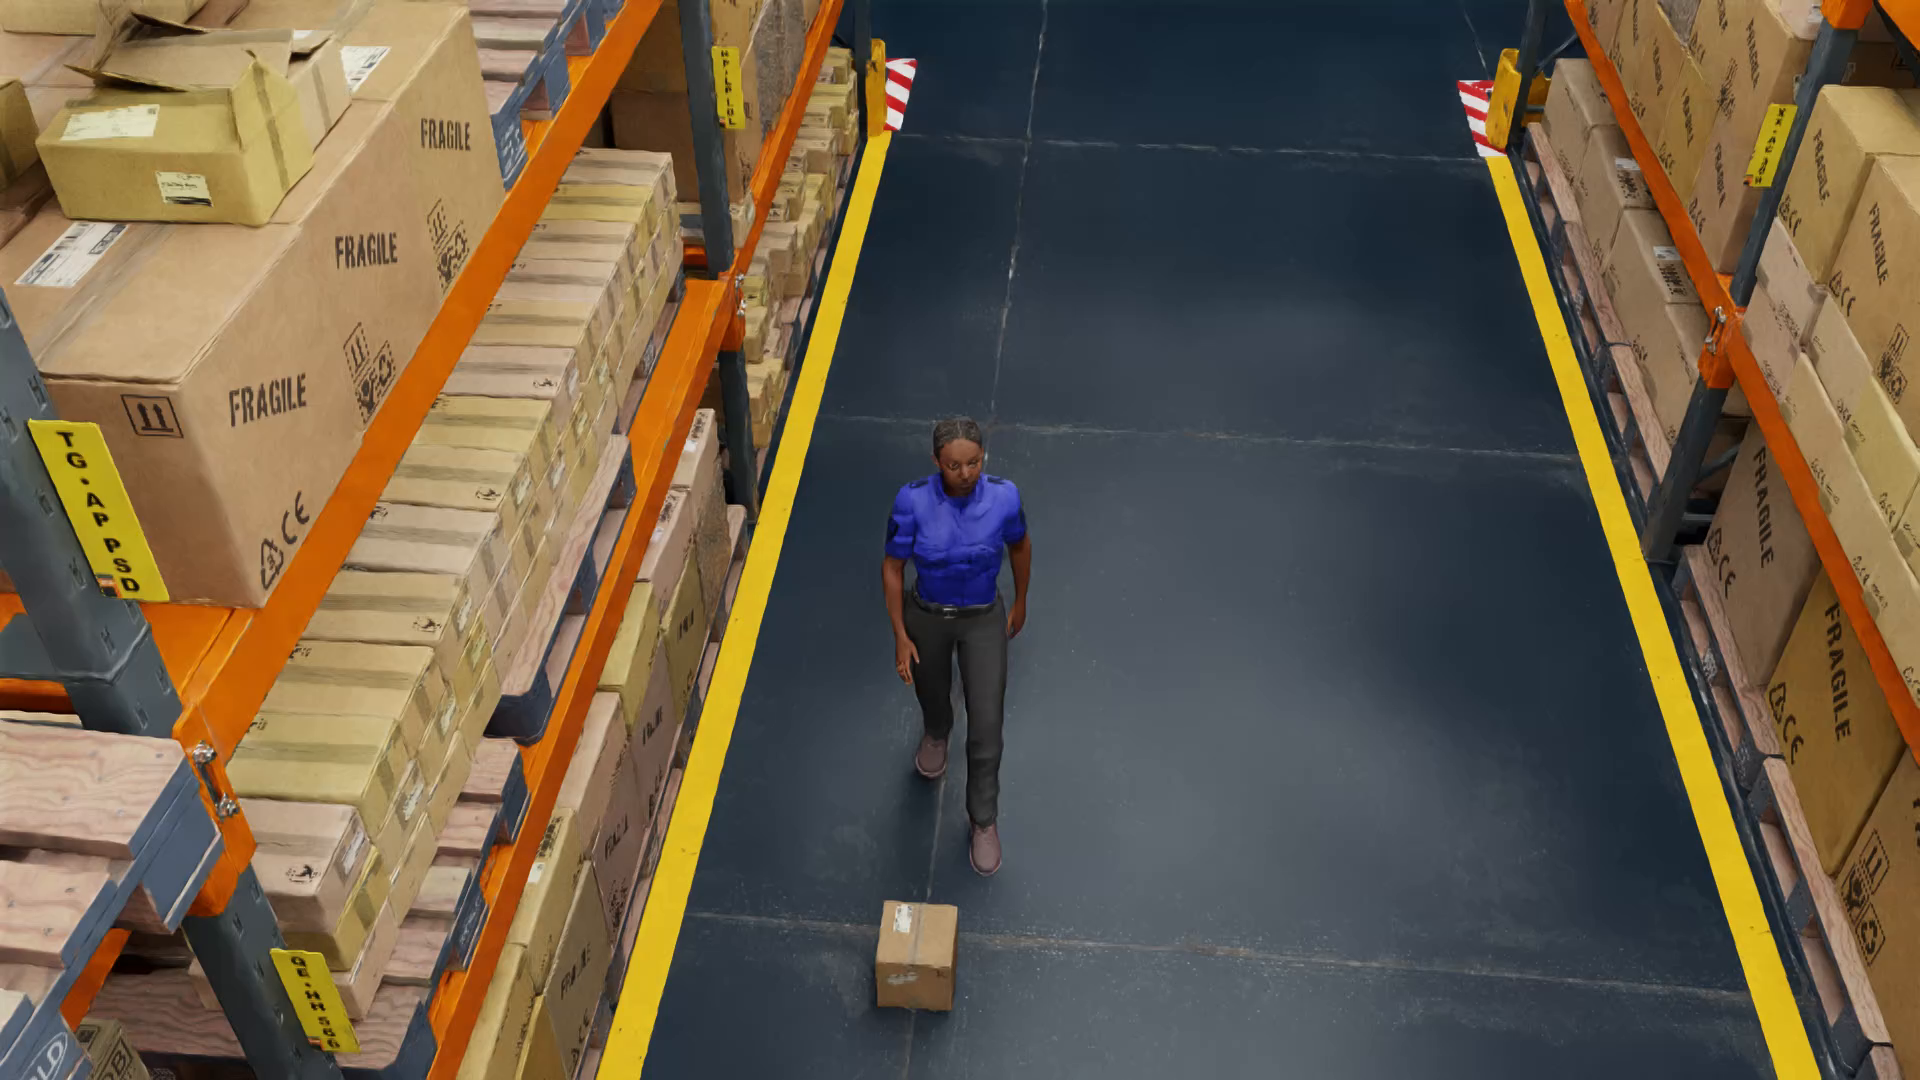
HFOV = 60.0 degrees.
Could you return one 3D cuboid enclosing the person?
[{"bbox_3d":[-0.007,0.352,5.764,0.518,1.644,0.758,-1,40,-1],"label":"person"}]
